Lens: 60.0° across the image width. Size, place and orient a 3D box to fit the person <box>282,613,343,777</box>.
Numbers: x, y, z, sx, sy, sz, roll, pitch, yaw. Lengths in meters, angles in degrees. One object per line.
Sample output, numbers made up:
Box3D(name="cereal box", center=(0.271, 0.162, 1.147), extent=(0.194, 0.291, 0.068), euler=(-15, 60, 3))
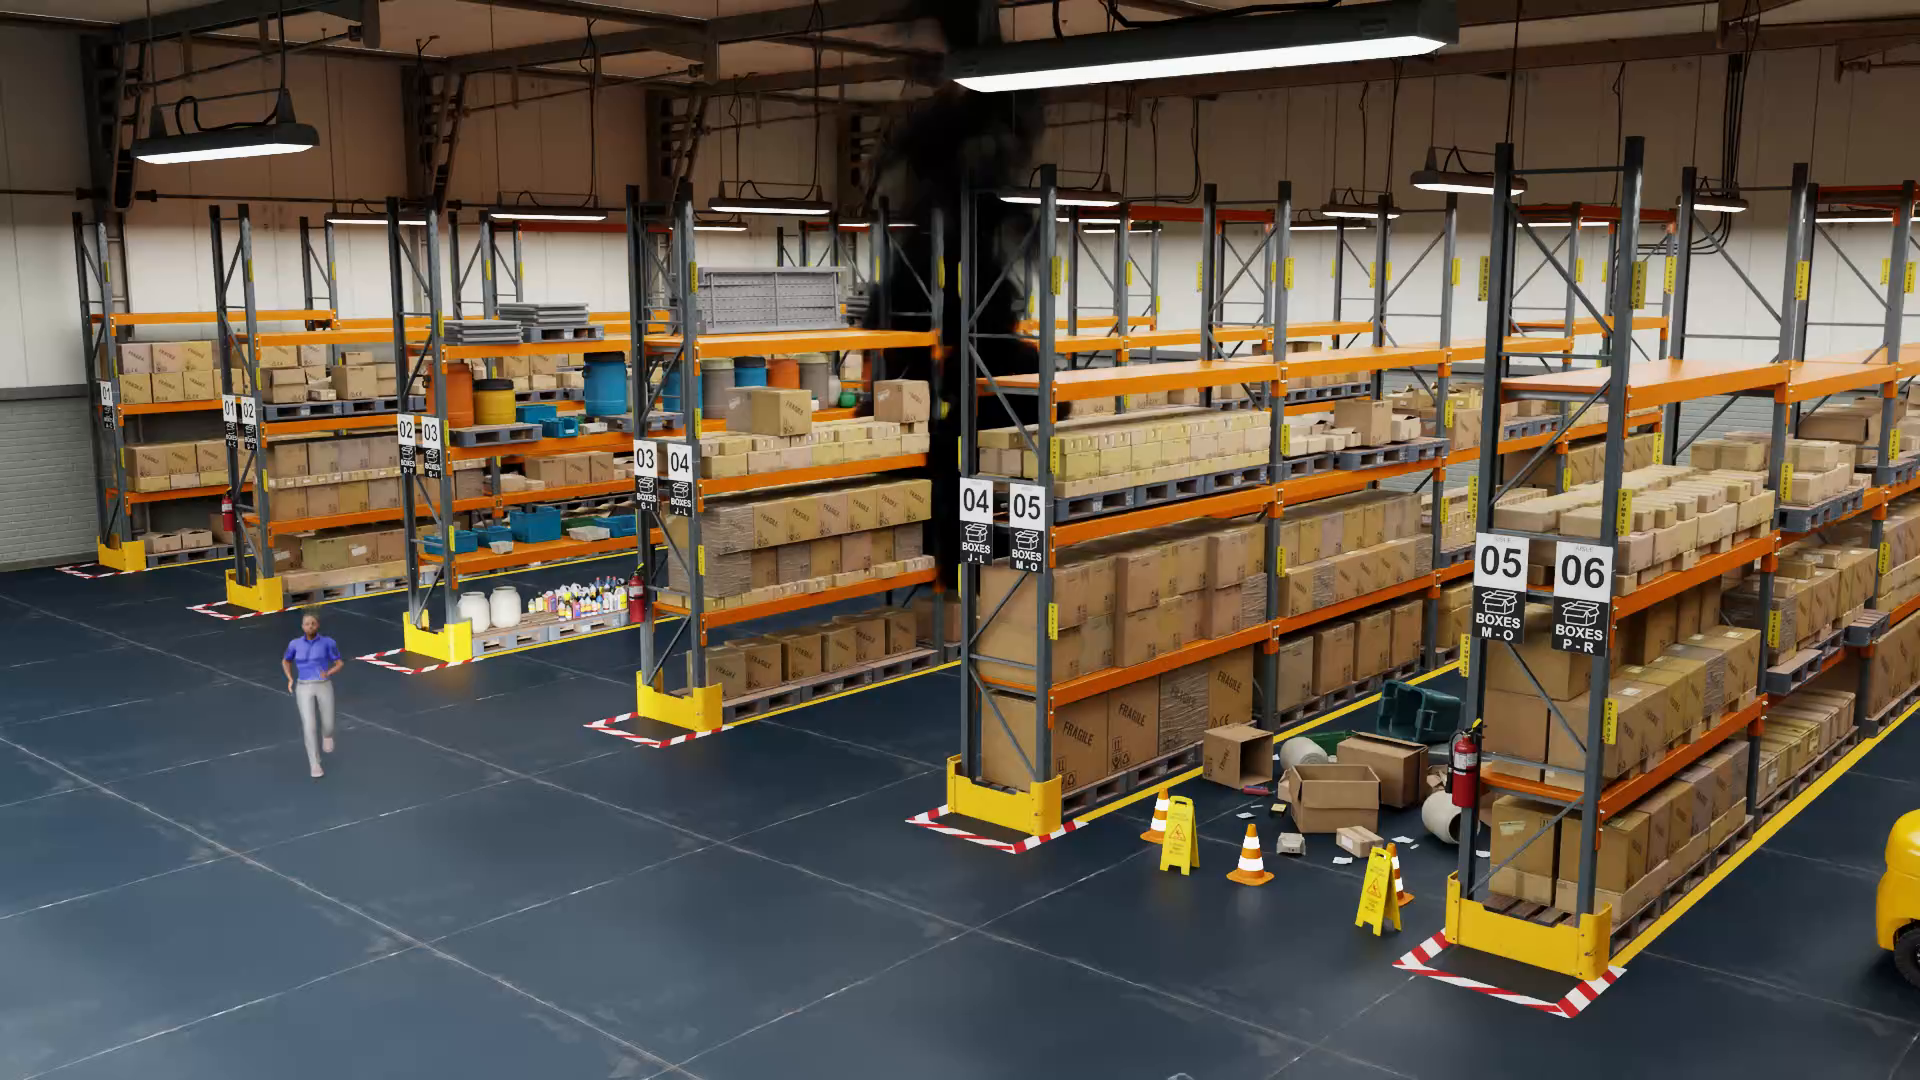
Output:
Box3D(name="person", center=(-6.628, 1.548, 17.066), extent=(0.588, 1.623, 0.815), euler=(-4, 10, -21))
